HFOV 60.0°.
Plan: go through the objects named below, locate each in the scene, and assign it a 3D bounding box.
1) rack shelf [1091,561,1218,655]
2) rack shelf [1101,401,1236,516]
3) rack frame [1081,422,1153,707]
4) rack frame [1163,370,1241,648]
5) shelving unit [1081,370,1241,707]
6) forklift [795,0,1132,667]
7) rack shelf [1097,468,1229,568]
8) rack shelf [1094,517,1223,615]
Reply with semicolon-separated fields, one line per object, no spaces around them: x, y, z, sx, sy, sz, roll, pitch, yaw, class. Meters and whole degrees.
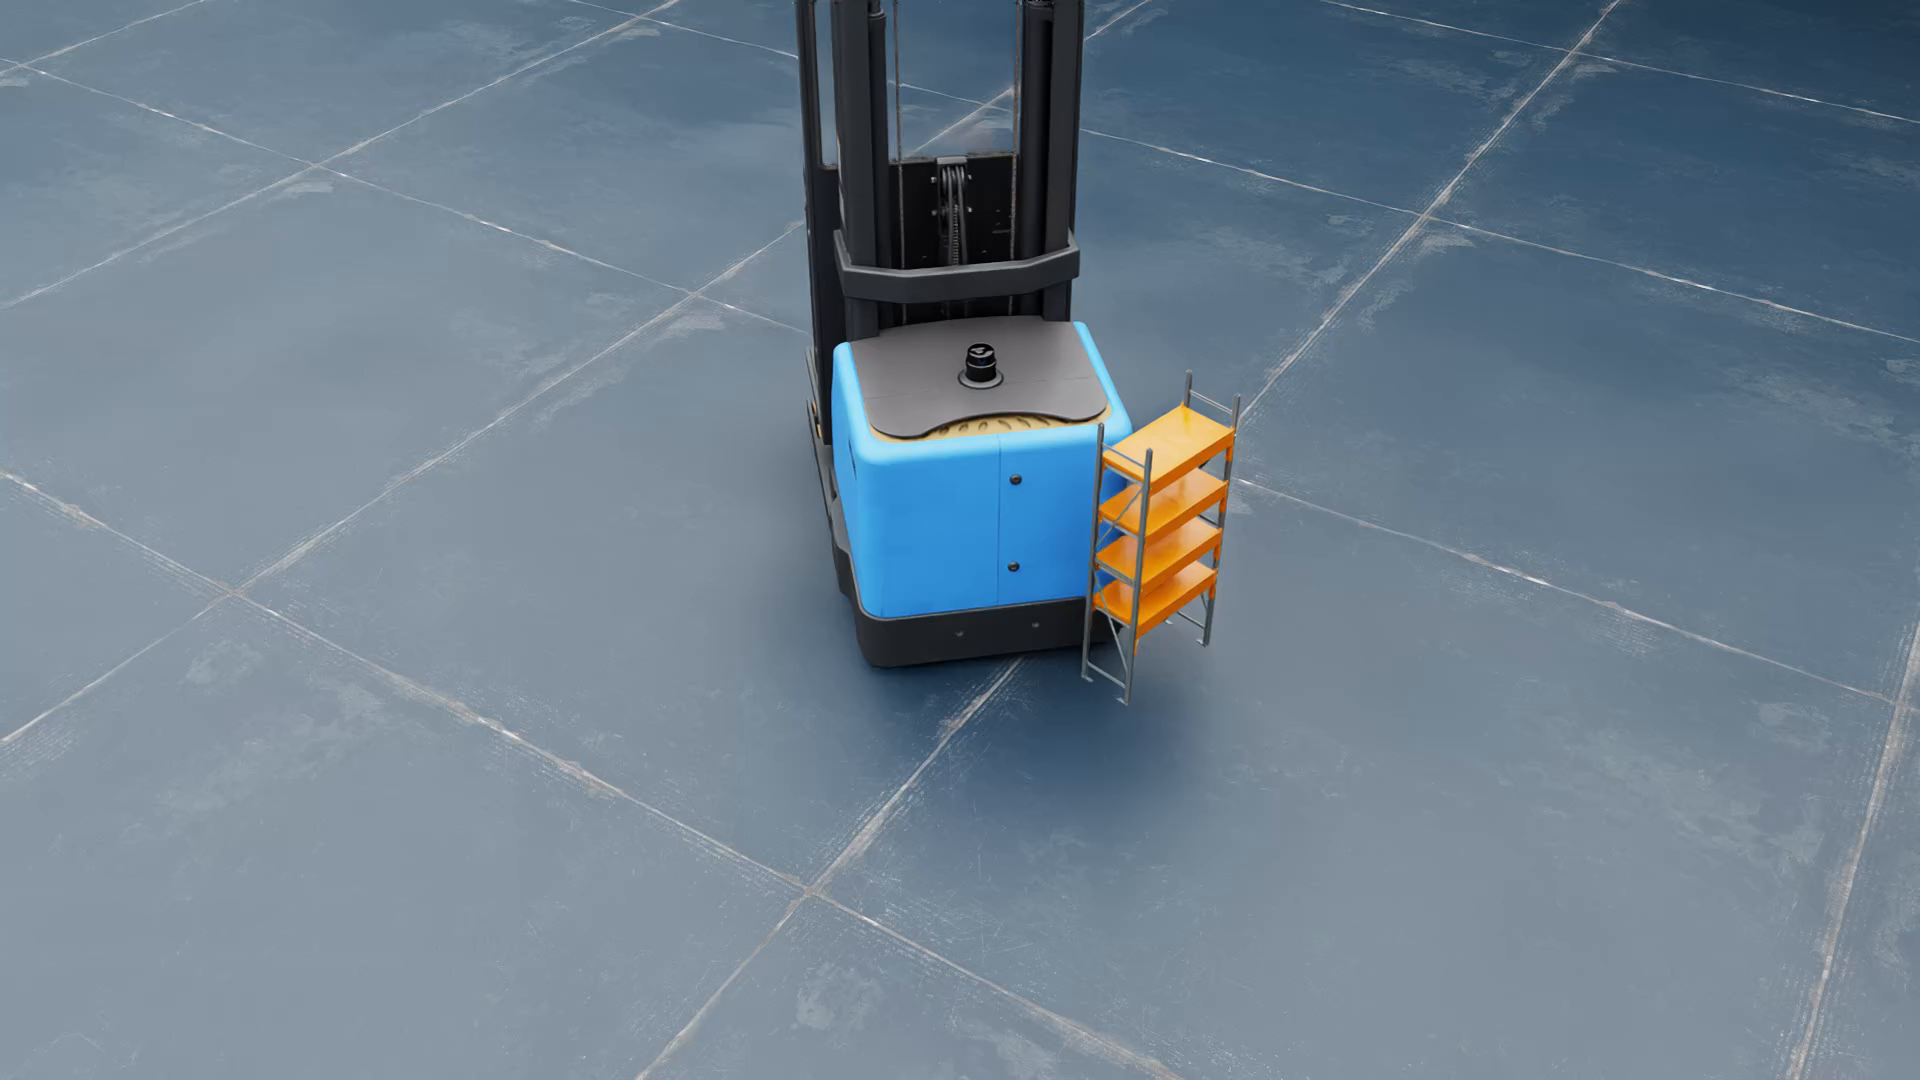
0.741;0.220;6.417;0.480;0.148;0.258;-31;48;-34;rack shelf
0.743;-0.301;6.012;0.480;0.148;0.258;-31;48;-34;rack shelf
0.569;0.115;6.117;0.015;1.200;0.240;-31;48;-34;rack frame
0.915;-0.096;6.390;0.015;1.200;0.240;-31;48;-34;rack frame
0.742;0.010;6.253;0.503;1.200;0.258;-31;48;-34;shelving unit
-0.116;-1.563;6.877;1.130;2.935;3.031;-6;38;-8;forklift
0.742;-0.114;6.157;0.480;0.148;0.258;-31;48;-34;rack shelf
0.741;0.063;6.295;0.480;0.148;0.258;-31;48;-34;rack shelf
